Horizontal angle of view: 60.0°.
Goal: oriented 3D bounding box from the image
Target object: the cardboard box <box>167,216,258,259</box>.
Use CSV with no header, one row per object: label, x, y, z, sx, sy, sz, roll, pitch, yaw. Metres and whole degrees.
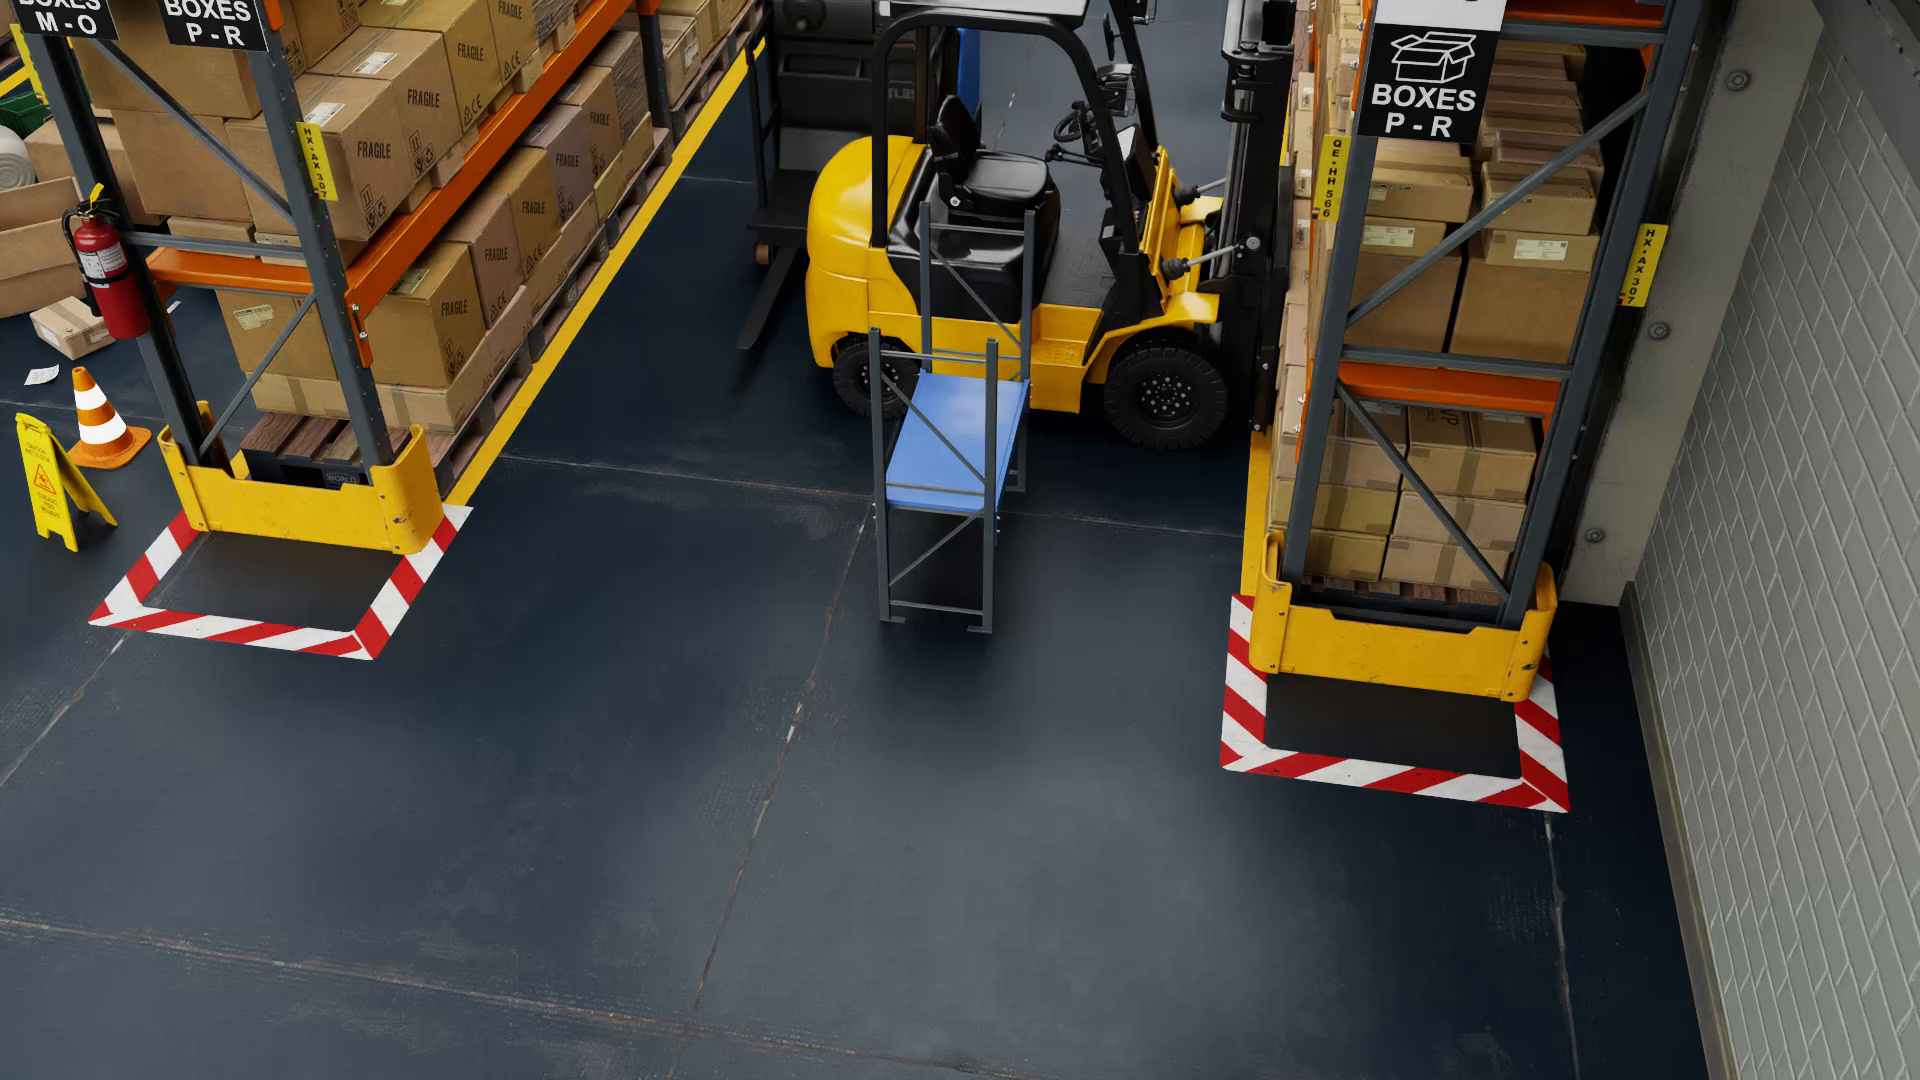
cardboard box,-3.198,-1.367,7.247,0.380,0.149,0.250,8,40,9

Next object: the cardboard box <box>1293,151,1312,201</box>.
cardboard box,1.963,-1.756,8.564,0.500,0.250,0.500,8,40,9

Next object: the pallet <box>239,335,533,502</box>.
pallet,-2.864,-0.685,8.413,1.003,0.211,1.213,6,40,8

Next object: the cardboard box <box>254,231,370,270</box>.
cardboard box,-2.790,-1.299,7.165,0.380,0.149,0.250,7,40,8

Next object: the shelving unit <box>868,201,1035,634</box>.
shelving unit,-0.015,-0.524,7.207,0.538,1.500,1.048,6,40,8

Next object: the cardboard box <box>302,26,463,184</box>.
cardboard box,-2.611,-1.951,7.444,0.500,0.500,0.500,8,40,9

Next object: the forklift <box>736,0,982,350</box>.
forklift,-0.593,-2.873,8.925,1.130,2.935,3.031,6,40,7

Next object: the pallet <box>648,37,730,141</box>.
pallet,-2.227,-3.130,11.370,1.003,0.211,1.213,6,40,8

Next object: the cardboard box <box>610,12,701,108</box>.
cardboard box,-2.272,-3.195,10.993,0.950,0.372,0.625,7,40,8

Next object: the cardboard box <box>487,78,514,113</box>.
cardboard box,-2.472,-2.272,8.341,0.380,0.149,0.250,5,40,6

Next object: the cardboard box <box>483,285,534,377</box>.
cardboard box,-2.544,-1.103,8.559,0.500,0.250,0.500,8,40,9

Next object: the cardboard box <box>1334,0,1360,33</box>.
cardboard box,1.965,-2.489,7.818,0.380,0.149,0.250,5,40,6

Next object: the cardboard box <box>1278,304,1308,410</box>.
cardboard box,1.692,-0.793,7.398,0.500,0.250,0.500,7,40,8

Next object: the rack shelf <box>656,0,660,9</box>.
rack shelf,-2.014,-4.694,11.638,1.077,0.370,4.000,6,40,8

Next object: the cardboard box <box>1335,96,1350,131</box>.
cardboard box,1.795,-1.845,7.040,0.380,0.149,0.250,5,40,6

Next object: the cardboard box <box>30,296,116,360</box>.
cardboard box,-4.815,-1.152,9.027,0.380,0.149,0.250,28,47,30

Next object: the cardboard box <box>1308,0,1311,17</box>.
cardboard box,2.995,-4.127,11.922,0.875,0.625,0.625,8,40,9

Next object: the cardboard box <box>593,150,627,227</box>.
cardboard box,-2.280,-2.082,9.743,0.500,0.250,0.500,5,40,6

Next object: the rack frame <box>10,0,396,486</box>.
rack frame,-3.052,-1.206,6.854,1.000,3.000,0.127,6,40,8

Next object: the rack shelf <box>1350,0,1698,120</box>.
rack shelf,2.183,-2.795,6.987,1.077,0.370,4.000,6,40,8

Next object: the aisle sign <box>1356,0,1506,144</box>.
aisle sign,1.537,-1.654,5.356,0.394,0.787,0.004,6,40,8

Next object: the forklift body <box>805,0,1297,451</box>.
forklift body,0.369,-1.725,8.148,2.313,2.155,1.214,6,40,8

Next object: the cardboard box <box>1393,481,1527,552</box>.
cardboard box,2.123,-0.228,7.107,0.500,0.250,0.500,7,40,8

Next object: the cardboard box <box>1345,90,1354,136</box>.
cardboard box,1.722,-1.637,6.556,0.380,0.149,0.250,7,40,9

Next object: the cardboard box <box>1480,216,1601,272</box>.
cardboard box,2.151,-1.134,6.180,0.380,0.149,0.250,5,40,7

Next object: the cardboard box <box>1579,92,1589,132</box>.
cardboard box,2.401,-1.764,6.942,0.380,0.149,0.250,7,40,8

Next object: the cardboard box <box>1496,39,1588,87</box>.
cardboard box,2.437,-2.055,7.060,0.380,0.149,0.250,6,40,7

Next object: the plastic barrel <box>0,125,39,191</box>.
plastic barrel,-5.938,-2.325,10.229,0.421,0.421,0.512,-28,47,-30

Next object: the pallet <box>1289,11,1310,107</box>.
pallet,2.827,-3.331,11.613,1.003,0.211,1.213,6,40,8

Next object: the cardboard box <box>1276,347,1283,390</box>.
cardboard box,1.780,-0.935,7.963,0.500,0.250,0.500,6,40,7

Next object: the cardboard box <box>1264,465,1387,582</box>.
cardboard box,1.607,-0.093,7.336,0.500,0.250,0.500,7,40,8

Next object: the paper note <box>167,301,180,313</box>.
paper note,-4.413,-1.306,9.321,0.032,0.001,0.123,6,40,8

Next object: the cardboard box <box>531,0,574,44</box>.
cardboard box,-2.360,-2.913,8.608,0.500,0.500,0.500,7,40,9

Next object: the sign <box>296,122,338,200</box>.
sign,-2.518,-1.480,6.506,0.100,0.325,0.005,6,40,8

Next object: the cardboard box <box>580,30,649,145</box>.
cardboard box,-2.198,-2.706,9.909,0.500,0.500,0.500,6,40,7

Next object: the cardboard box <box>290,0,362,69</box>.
cardboard box,-3.084,-2.406,7.209,0.700,0.500,0.500,7,40,8

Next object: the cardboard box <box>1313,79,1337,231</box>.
cardboard box,1.851,-1.683,7.354,0.500,0.500,0.500,6,40,7

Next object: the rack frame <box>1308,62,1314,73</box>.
rack frame,2.529,-3.171,9.232,1.000,3.000,0.127,6,40,8

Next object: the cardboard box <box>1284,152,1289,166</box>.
cardboard box,2.120,-2.006,9.651,0.500,0.250,0.500,7,40,8

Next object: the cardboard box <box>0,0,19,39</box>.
cardboard box,-7.234,-3.893,11.540,1.050,0.750,0.750,6,40,7

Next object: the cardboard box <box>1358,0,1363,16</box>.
cardboard box,1.951,-2.275,7.327,0.380,0.149,0.250,7,40,8

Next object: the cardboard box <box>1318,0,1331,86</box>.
cardboard box,2.122,-2.631,8.500,0.500,0.500,0.500,7,40,8

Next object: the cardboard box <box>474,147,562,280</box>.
cardboard box,-2.456,-1.730,8.728,0.500,0.500,0.500,7,40,9

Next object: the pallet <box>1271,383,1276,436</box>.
pallet,2.142,-0.834,8.593,1.003,0.211,1.213,6,40,8

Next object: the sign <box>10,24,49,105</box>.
sign,-3.595,-1.848,6.474,0.100,0.325,0.005,6,40,8

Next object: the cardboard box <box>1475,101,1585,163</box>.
cardboard box,2.216,-1.579,6.485,0.380,0.149,0.250,7,40,9

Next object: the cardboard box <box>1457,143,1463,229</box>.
cardboard box,2.265,-1.309,6.901,0.500,0.500,0.500,8,40,9

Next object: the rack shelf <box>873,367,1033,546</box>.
rack shelf,-0.015,-0.386,7.322,0.538,0.185,1.000,6,40,8

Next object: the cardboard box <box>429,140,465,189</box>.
cardboard box,-2.545,-1.771,7.735,0.380,0.149,0.250,7,40,8

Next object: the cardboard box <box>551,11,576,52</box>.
cardboard box,-2.288,-2.746,8.914,0.380,0.149,0.250,6,40,7
